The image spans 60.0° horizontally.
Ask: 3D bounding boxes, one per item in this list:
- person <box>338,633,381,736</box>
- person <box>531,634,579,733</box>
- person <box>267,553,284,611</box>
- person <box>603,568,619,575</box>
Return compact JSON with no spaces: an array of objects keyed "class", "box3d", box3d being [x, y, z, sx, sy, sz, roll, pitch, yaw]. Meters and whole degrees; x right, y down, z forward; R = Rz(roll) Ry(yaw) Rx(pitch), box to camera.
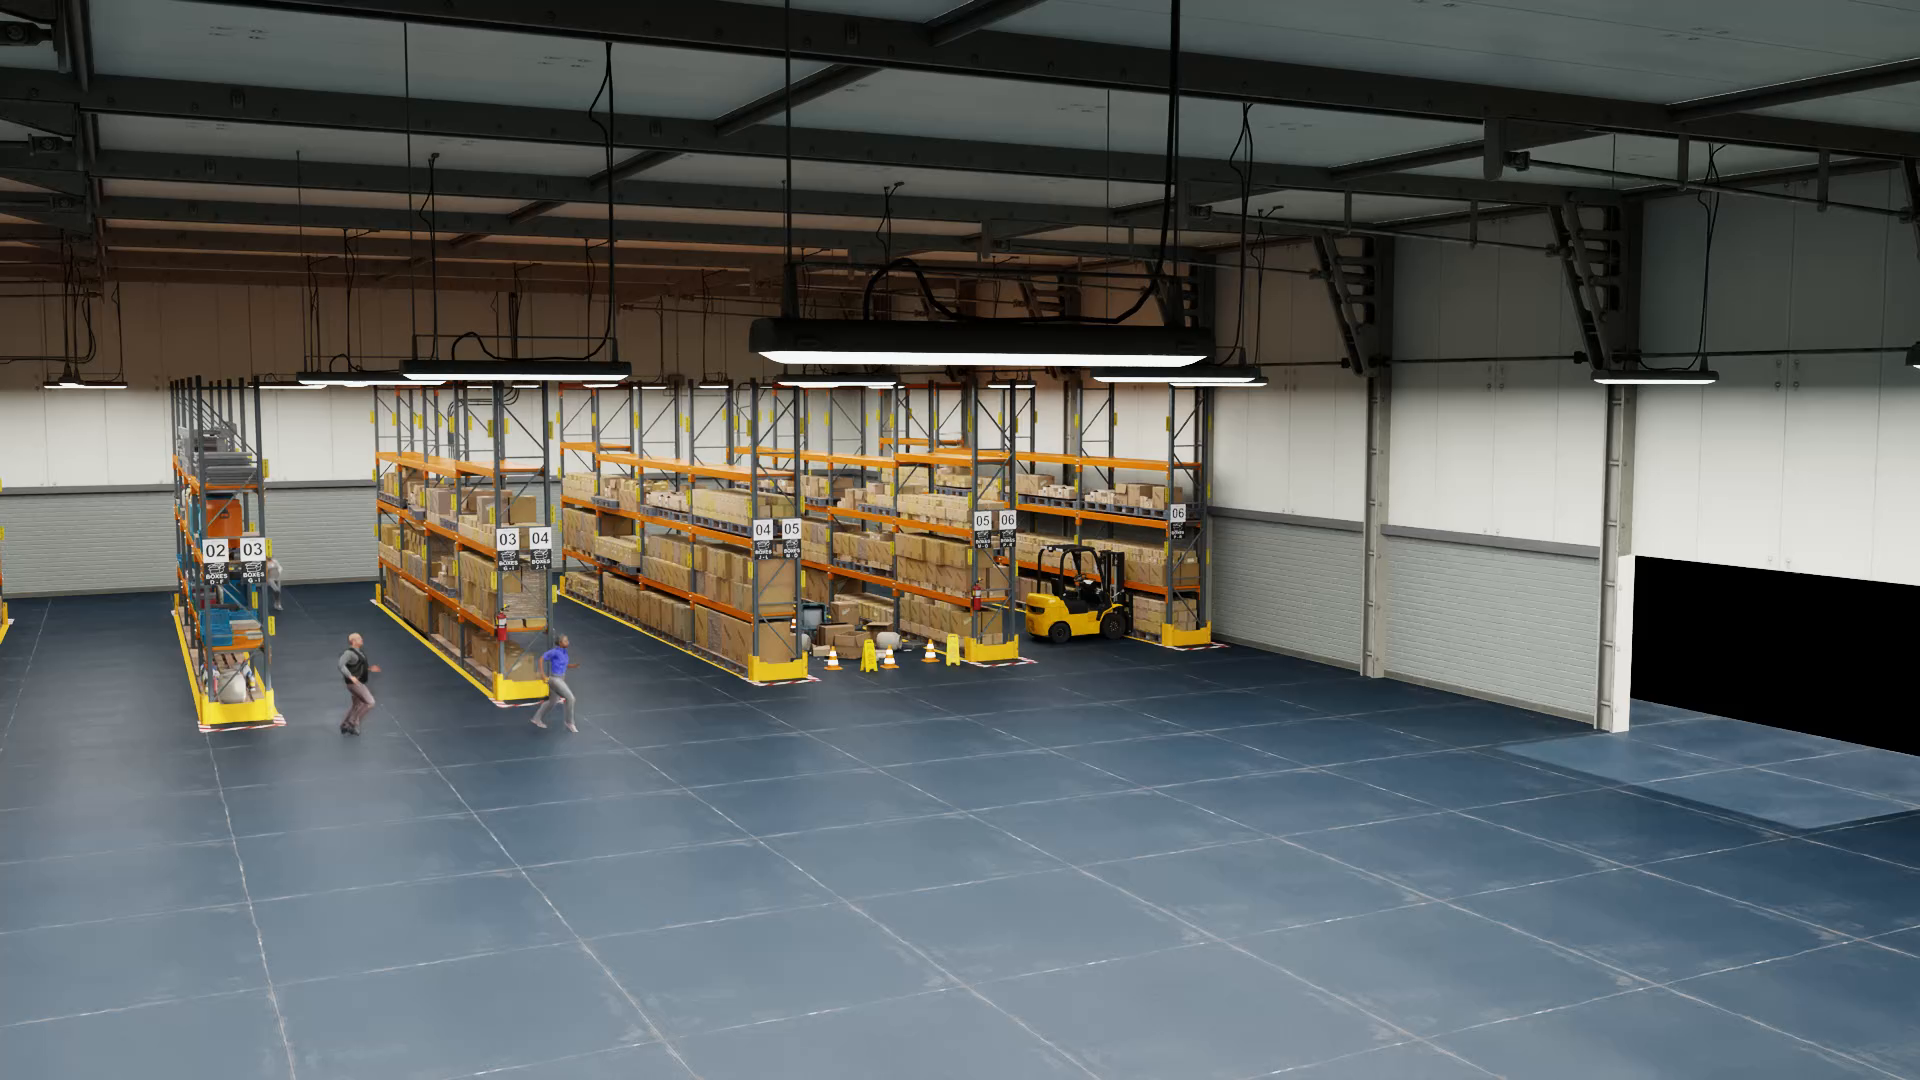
[{"class":"person","box3d":[-10.032,2.406,27.758,0.675,1.702,0.634,-1,5,-8]},{"class":"person","box3d":[-6.813,2.434,27.962,0.831,1.685,0.599,0,5,5]},{"class":"person","box3d":[-18.011,1.073,43.561,0.605,1.571,0.587,5,7,42]},{"class":"person","box3d":[-10.312,0.549,48.609,0.554,1.709,0.712,0,5,4]}]
